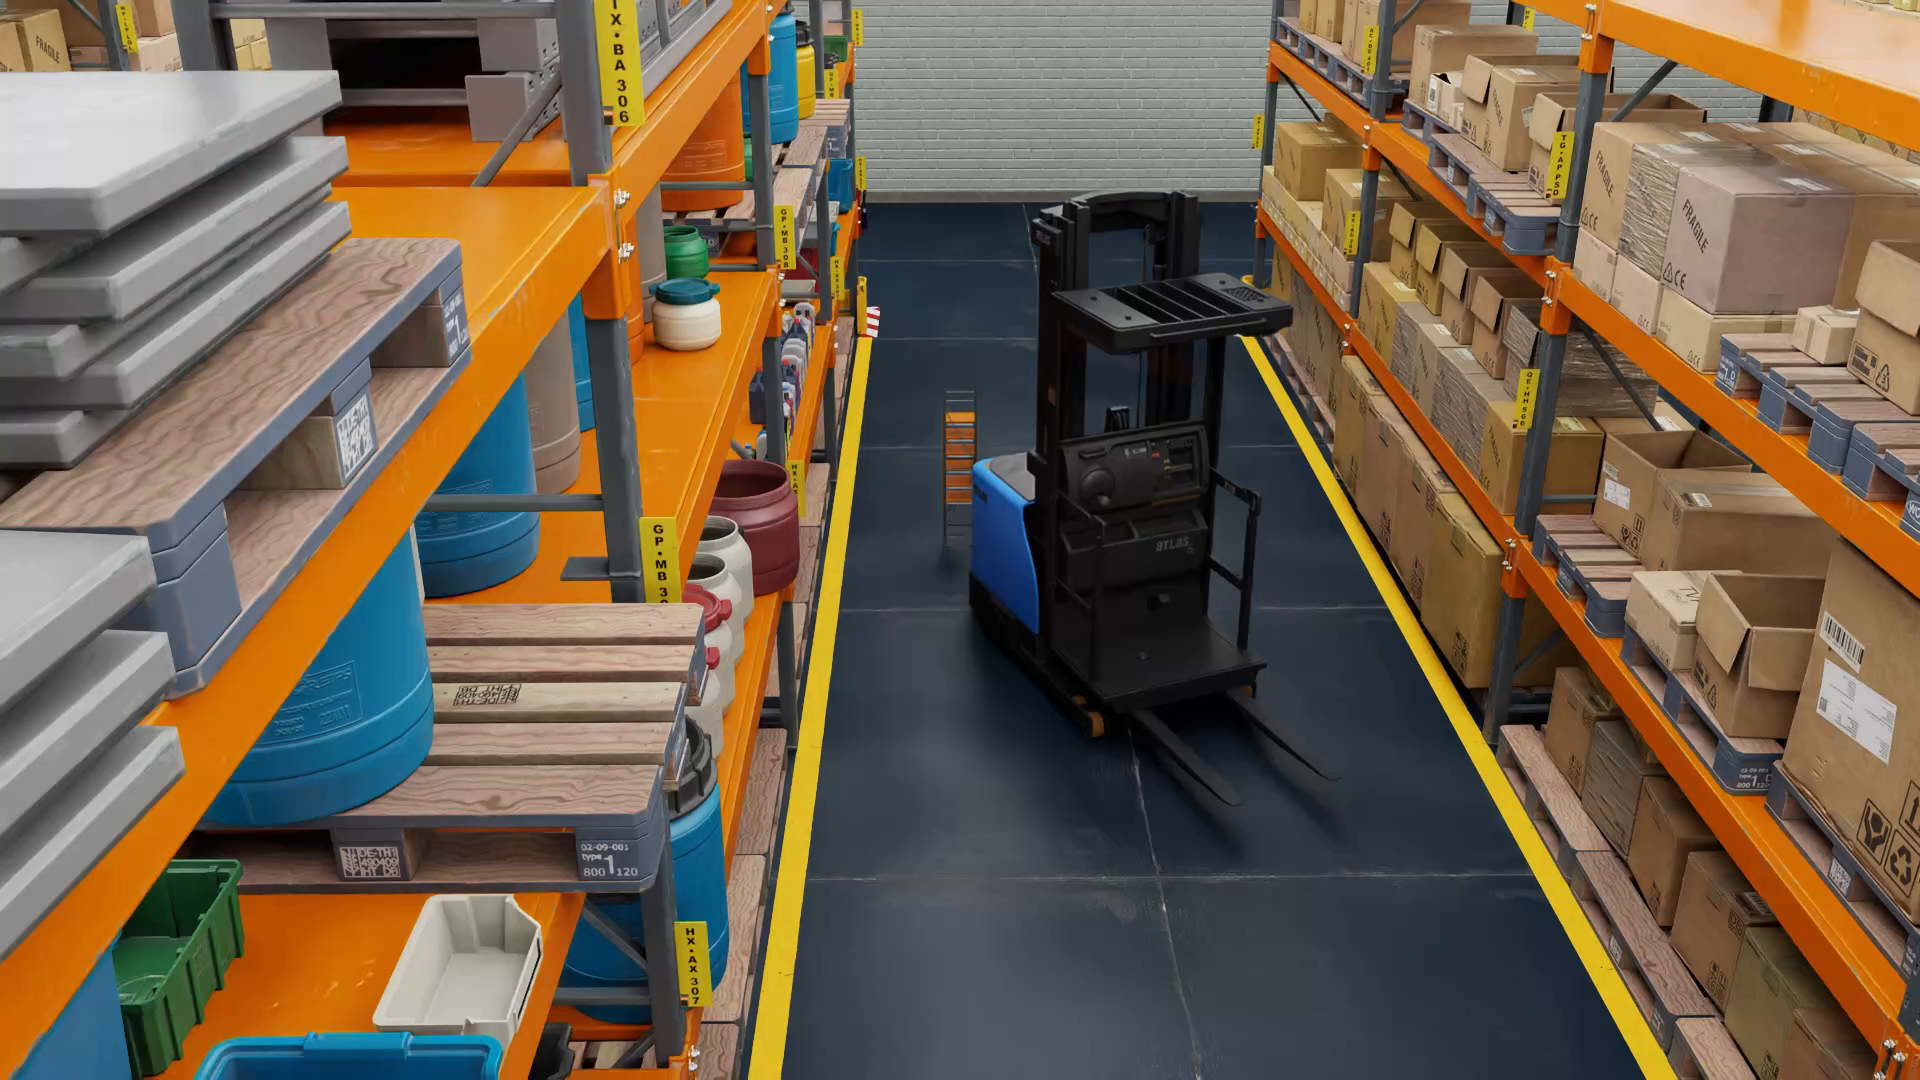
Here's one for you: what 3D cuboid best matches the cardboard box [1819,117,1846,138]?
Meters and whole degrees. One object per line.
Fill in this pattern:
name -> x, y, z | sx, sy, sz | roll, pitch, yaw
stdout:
cardboard box -> 8.149, -3.735, 15.055 | 0.500, 0.500, 0.500 | 0, 24, 1

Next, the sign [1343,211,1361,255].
sign -> 2.925, -2.291, 12.411 | 0.100, 0.325, 0.005 | 0, 24, -1

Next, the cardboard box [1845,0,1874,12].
cardboard box -> 8.149, -4.621, 14.646 | 0.500, 0.250, 0.500 | -1, 24, -1

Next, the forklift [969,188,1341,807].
forklift -> 1.111, -0.389, 9.438 | 1.130, 2.935, 3.031 | -10, 26, -21

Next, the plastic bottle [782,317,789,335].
plastic bottle -> -1.279, -1.441, 11.738 | 0.144, 0.351, 0.185 | 0, 24, -1

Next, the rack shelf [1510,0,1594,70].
rack shelf -> 3.502, -3.263, 9.785 | 1.077, 0.370, 4.000 | 0, 24, -1

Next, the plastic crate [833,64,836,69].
plastic crate -> -1.245, -3.885, 13.764 | 0.437, 0.136, 0.530 | 0, 24, -1

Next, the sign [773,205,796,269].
sign -> -0.879, -1.517, 8.335 | 0.100, 0.325, 0.005 | 0, 24, -1

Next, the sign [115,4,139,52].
sign -> -5.871, -3.606, 11.721 | 0.100, 0.325, 0.005 | 0, 24, -1

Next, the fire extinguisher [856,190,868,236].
fire extinguisher -> -1.063, -3.348, 16.443 | 0.296, 0.674, 0.183 | 0, 24, -1

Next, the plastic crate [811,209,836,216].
plastic crate -> -1.337, -2.942, 15.245 | 0.396, 0.136, 0.243 | 0, 24, -1

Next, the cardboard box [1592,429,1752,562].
cardboard box -> 3.570, -0.230, 8.370 | 0.500, 0.500, 0.500 | -3, 25, -7

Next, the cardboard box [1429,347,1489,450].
cardboard box -> 3.262, -0.882, 10.323 | 0.500, 0.500, 0.500 | -1, 24, -2

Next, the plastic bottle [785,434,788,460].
plastic bottle -> -1.091, -0.576, 10.007 | 0.097, 0.201, 0.097 | 0, 24, 0

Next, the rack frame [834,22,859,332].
rack frame -> -1.516, -3.489, 16.208 | 1.000, 3.000, 0.127 | 0, 24, -1

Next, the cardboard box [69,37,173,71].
cardboard box -> -6.182, -3.548, 12.273 | 0.500, 0.250, 0.500 | 0, 24, -1

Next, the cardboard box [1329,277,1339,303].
cardboard box -> 3.146, -1.979, 13.174 | 0.380, 0.149, 0.250 | 0, 24, 0

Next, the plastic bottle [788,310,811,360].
plastic bottle -> -1.135, -1.441, 11.740 | 0.144, 0.351, 0.185 | 0, 24, -1

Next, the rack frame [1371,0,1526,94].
rack frame -> 3.480, -4.597, 11.377 | 1.000, 3.000, 0.127 | 0, 24, -1

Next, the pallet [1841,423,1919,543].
pallet -> 3.667, -0.103, 5.308 | 1.213, 0.211, 1.003 | 0, 24, -1

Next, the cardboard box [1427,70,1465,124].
cardboard box -> 3.402, -2.928, 10.926 | 0.500, 0.311, 0.500 | -1, 24, -2

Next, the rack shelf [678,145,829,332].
rack shelf -> -1.451, -2.056, 10.272 | 1.077, 0.370, 4.000 | 0, 24, -1

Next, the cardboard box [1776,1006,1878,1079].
cardboard box -> 3.582, 2.119, 6.308 | 0.700, 0.500, 0.500 | -2, 24, -5

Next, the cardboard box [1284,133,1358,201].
cardboard box -> 3.189, -3.302, 14.705 | 0.500, 0.500, 0.500 | -1, 24, -2

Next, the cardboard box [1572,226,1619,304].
cardboard box -> 3.275, -1.319, 7.951 | 0.500, 0.250, 0.500 | 0, 24, 0

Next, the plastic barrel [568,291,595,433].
plastic barrel -> -1.622, -0.887, 6.207 | 0.600, 0.901, 0.708 | 0, 24, -1

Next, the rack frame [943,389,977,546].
rack frame -> 0.001, -0.503, 11.790 | 0.240, 1.200, 0.006 | 0, 24, -1

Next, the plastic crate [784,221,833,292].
plastic crate -> -1.231, -2.267, 13.354 | 0.402, 0.464, 0.583 | 0, 24, -1

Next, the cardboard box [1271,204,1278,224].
cardboard box -> 3.118, -3.038, 15.515 | 0.380, 0.149, 0.250 | -1, 24, -2

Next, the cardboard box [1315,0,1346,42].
cardboard box -> 3.436, -4.501, 14.054 | 0.700, 0.500, 0.500 | -2, 24, -4

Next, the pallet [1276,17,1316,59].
pallet -> 3.455, -4.532, 14.982 | 1.003, 0.211, 1.213 | 0, 24, -1

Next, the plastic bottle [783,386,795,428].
plastic bottle -> -1.097, -0.838, 10.502 | 0.097, 0.271, 0.097 | 0, 24, 0

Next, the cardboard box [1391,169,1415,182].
cardboard box -> 3.733, -2.674, 13.316 | 0.500, 0.500, 0.500 | 0, 24, -1

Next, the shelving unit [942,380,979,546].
shelving unit -> 0.000, -0.541, 11.873 | 0.258, 1.200, 0.189 | 0, 24, -1

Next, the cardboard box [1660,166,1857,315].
cardboard box -> 3.286, -1.244, 6.876 | 0.500, 0.500, 0.500 | -1, 24, -2

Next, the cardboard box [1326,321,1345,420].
cardboard box -> 3.553, -1.359, 13.567 | 0.875, 0.875, 0.875 | 0, 24, -1

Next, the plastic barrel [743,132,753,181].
plastic barrel -> -1.210, -2.118, 9.214 | 0.294, 0.245, 0.294 | 0, 24, 0

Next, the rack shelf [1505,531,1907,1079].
rack shelf -> 3.546, 0.937, 7.295 | 1.077, 0.370, 4.000 | 0, 24, -1

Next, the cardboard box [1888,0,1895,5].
cardboard box -> 8.198, -4.642, 14.209 | 0.380, 0.149, 0.250 | 0, 24, 1

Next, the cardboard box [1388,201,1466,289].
cardboard box -> 3.495, -2.103, 11.804 | 0.797, 0.503, 0.637 | -1, 24, -2

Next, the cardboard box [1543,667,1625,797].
cardboard box -> 3.551, 0.999, 8.783 | 0.700, 0.500, 0.500 | -2, 24, -3

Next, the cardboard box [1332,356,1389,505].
cardboard box -> 3.507, -0.823, 12.381 | 1.225, 0.875, 0.875 | 0, 24, 0

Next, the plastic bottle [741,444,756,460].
plastic bottle -> -1.240, -0.464, 9.761 | 0.097, 0.201, 0.097 | 0, 24, 0

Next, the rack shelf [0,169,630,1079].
rack shelf -> -1.363, 0.056, 2.447 | 1.077, 0.370, 4.000 | 0, 24, -1

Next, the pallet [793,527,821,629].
pallet -> -1.489, 0.252, 11.321 | 1.003, 0.211, 1.213 | 0, 24, -1

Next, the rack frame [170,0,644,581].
rack frame -> -1.385, -1.278, 4.039 | 1.000, 3.000, 0.127 | 0, 24, -1

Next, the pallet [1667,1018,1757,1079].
pallet -> 3.558, 2.383, 6.608 | 1.003, 0.211, 1.213 | 0, 24, -1

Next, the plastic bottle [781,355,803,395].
plastic bottle -> -1.131, -1.114, 11.107 | 0.152, 0.276, 0.135 | 0, 24, -1

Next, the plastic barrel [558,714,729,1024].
plastic barrel -> -1.086, 1.067, 5.527 | 0.600, 0.901, 0.708 | 0, 24, -1

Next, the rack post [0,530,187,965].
rack post -> -1.223, 0.286, 1.188 | 0.937, 0.300, 0.954 | 2, 24, 5

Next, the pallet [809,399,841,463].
pallet -> -1.519, -0.873, 13.808 | 1.003, 0.211, 1.213 | 0, 24, -1

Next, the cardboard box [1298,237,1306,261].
cardboard box -> 3.133, -2.507, 14.342 | 0.380, 0.149, 0.250 | 0, 24, 0

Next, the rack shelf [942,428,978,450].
rack shelf -> 0.000, -0.719, 11.792 | 0.258, 0.103, 0.180 | 0, 24, -1

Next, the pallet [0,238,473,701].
pallet -> -1.332, -0.166, 2.295 | 1.003, 0.211, 1.213 | 0, 24, -1

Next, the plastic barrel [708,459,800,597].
plastic barrel -> -1.121, -0.065, 8.472 | 0.600, 0.536, 0.708 | 0, 24, -1

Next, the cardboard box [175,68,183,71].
cardboard box -> -6.185, -3.526, 12.832 | 0.500, 0.250, 0.500 | 0, 24, -1

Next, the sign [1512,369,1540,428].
sign -> 2.969, -0.739, 8.722 | 0.100, 0.325, 0.005 | 0, 24, -1

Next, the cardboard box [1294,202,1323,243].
cardboard box -> 3.197, -2.743, 14.380 | 0.500, 0.250, 0.500 | -1, 24, -2
